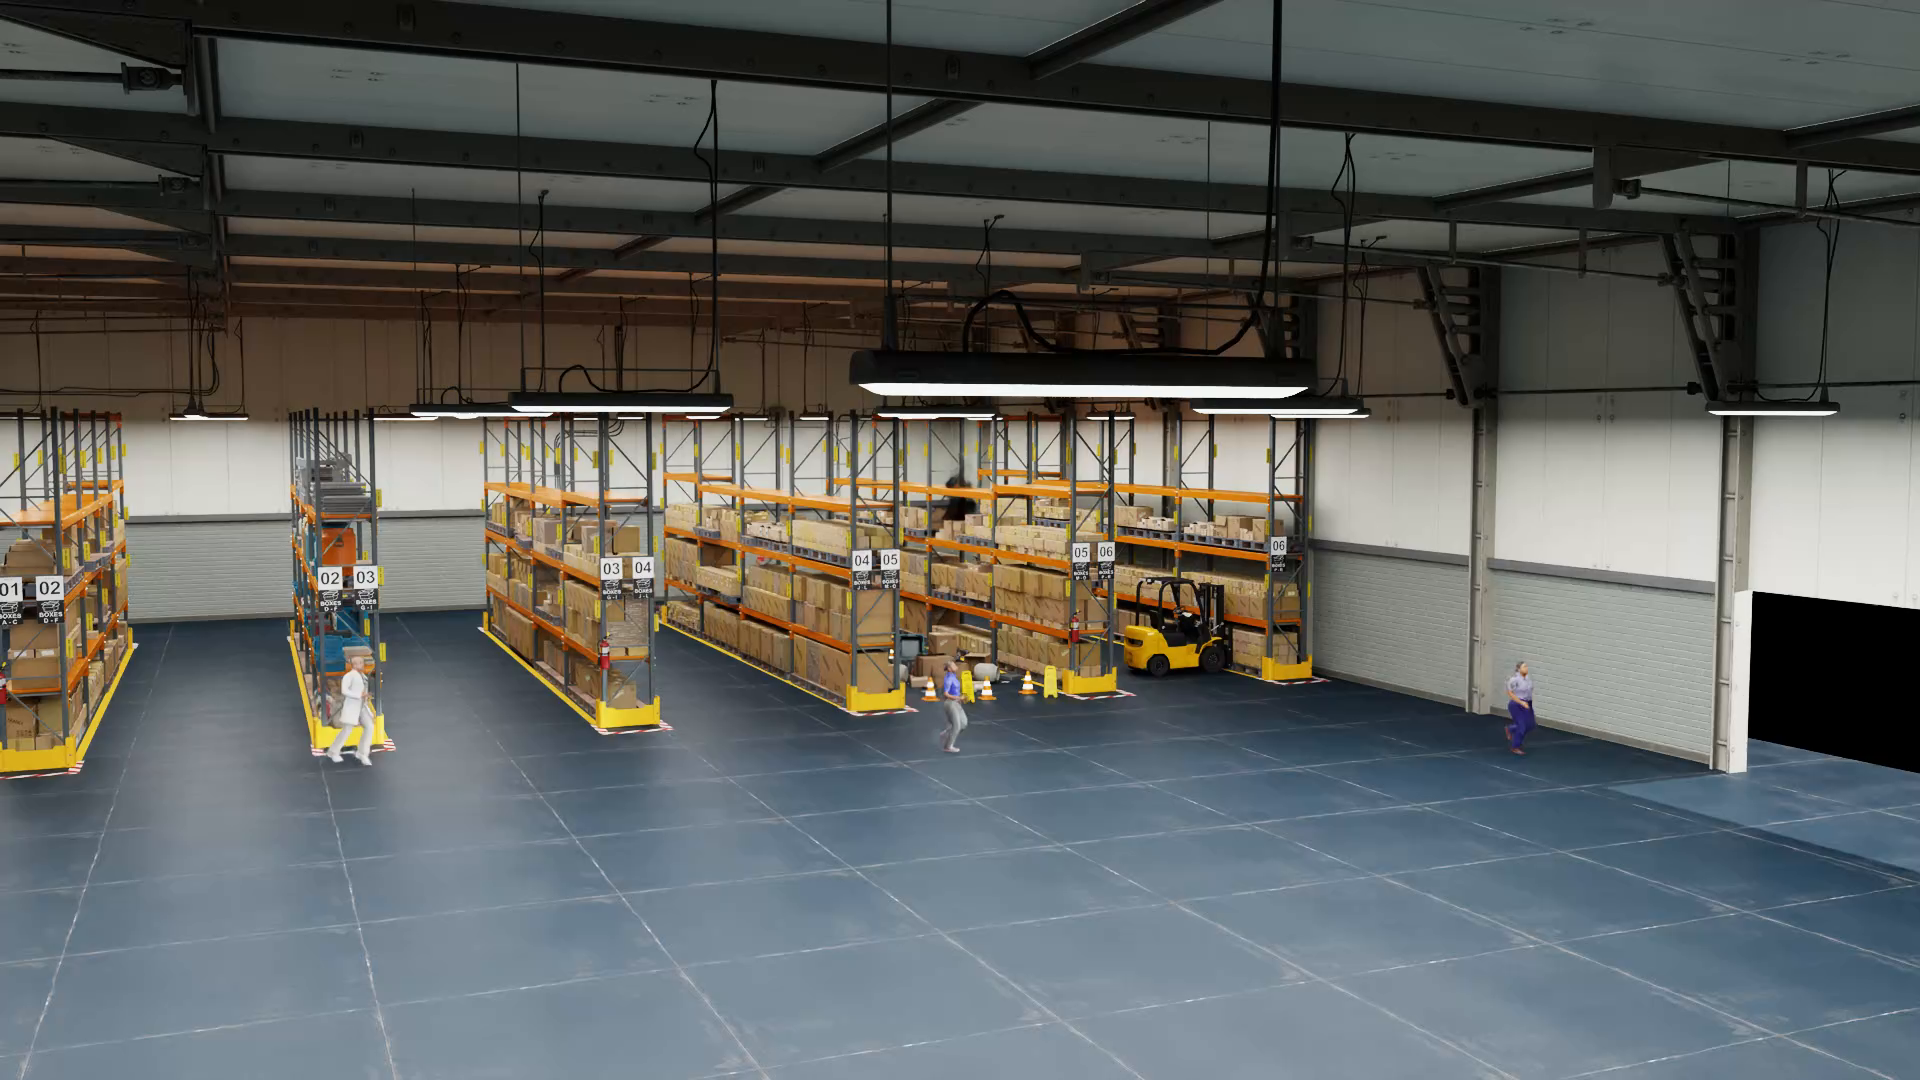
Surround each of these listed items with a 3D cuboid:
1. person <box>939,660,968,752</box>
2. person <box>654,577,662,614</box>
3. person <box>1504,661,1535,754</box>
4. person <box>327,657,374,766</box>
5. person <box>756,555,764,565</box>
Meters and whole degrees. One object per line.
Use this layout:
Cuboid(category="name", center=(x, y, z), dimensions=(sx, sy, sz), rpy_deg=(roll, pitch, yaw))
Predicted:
Cuboid(category="person", center=(-0.105, 2.887, 28.948), dimensions=(0.568, 1.609, 0.570), rpy_deg=(1, 4, 13))
Cuboid(category="person", center=(-9.059, 1.525, 48.534), dimensions=(0.792, 1.651, 0.613), rpy_deg=(-3, 5, -34))
Cuboid(category="person", center=(9.733, 2.903, 28.952), dimensions=(0.615, 1.617, 0.625), rpy_deg=(-3, 5, -34))
Cuboid(category="person", center=(-10.230, 2.974, 28.063), dimensions=(0.824, 1.621, 0.734), rpy_deg=(1, 4, 15))
Cuboid(category="person", center=(-6.048, 1.322, 50.369), dimensions=(0.724, 1.736, 0.688), rpy_deg=(-1, 4, -15))
